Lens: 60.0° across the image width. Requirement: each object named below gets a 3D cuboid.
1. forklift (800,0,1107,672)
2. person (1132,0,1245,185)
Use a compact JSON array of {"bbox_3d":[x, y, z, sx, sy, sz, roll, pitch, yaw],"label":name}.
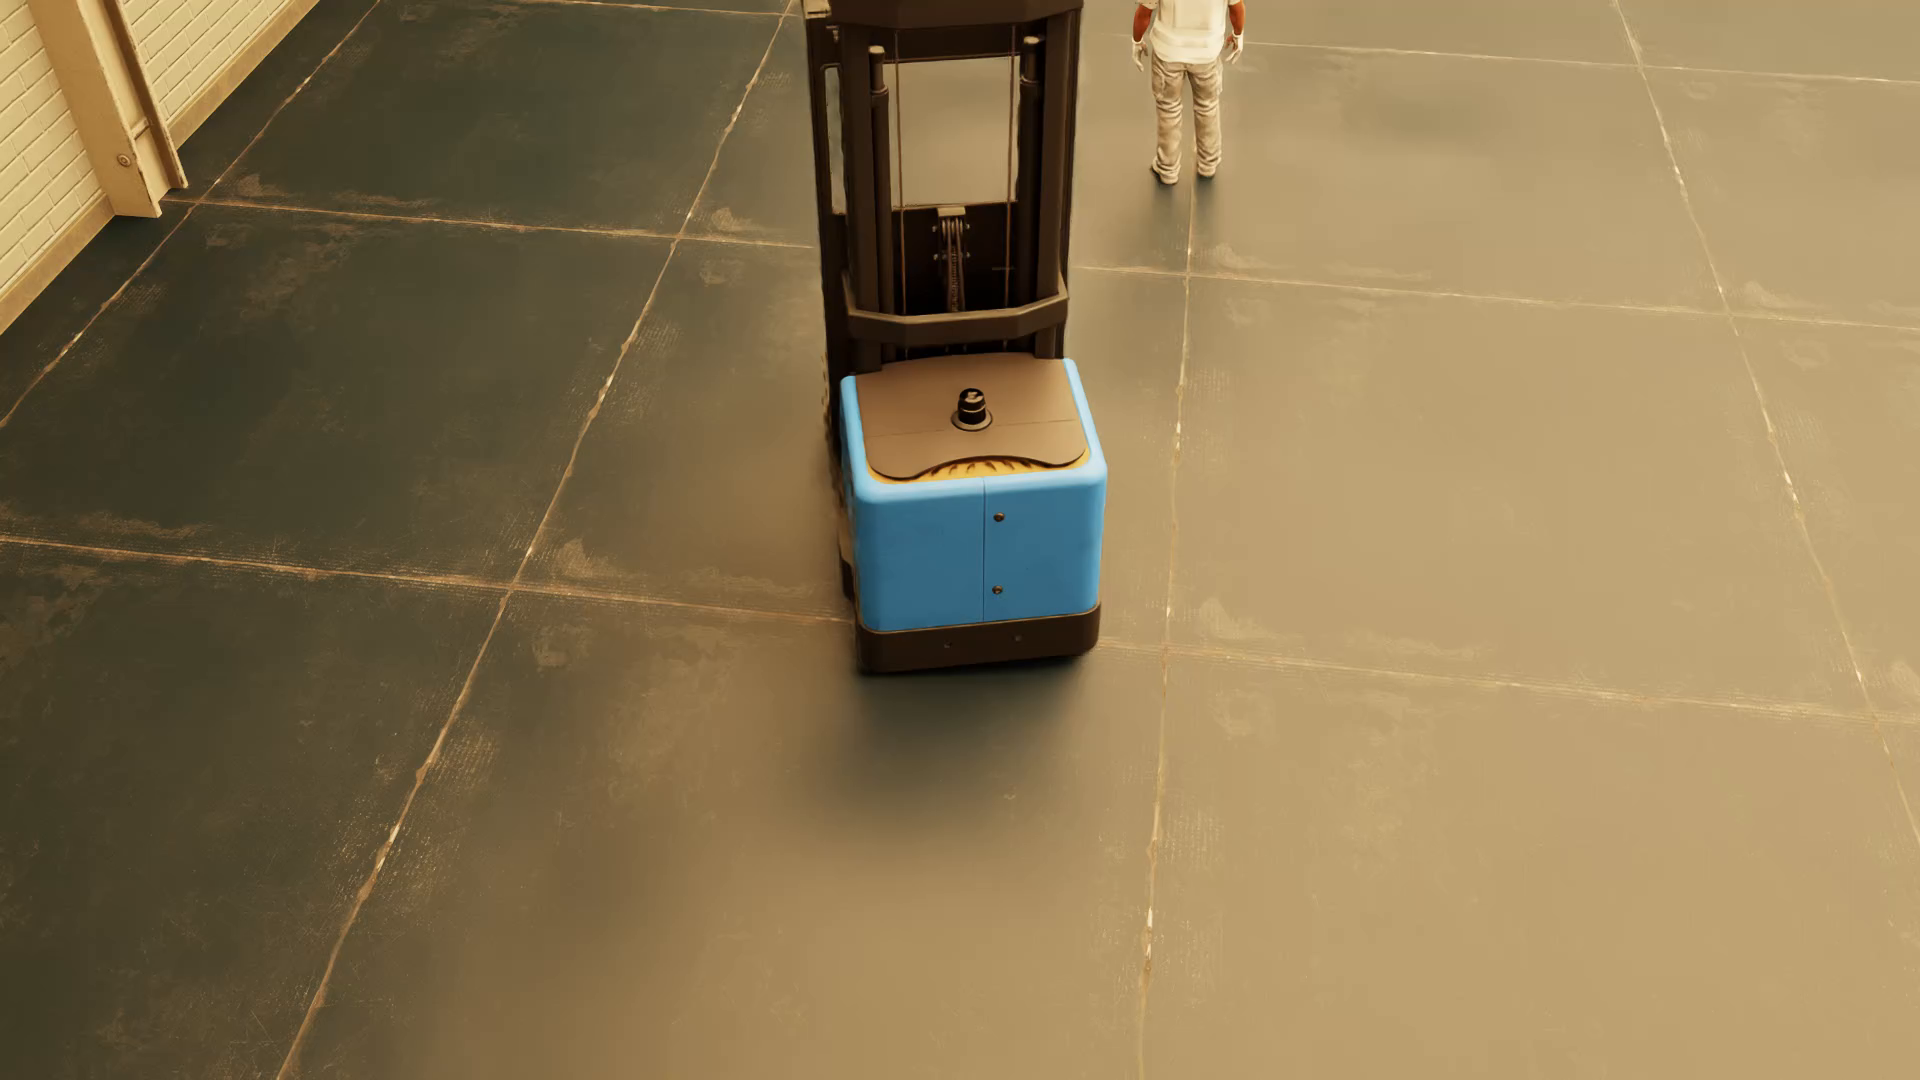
[{"bbox_3d":[-0.101,-1.509,7.367,1.130,2.935,3.031,-5,43,-6],"label":"forklift"},{"bbox_3d":[1.328,-2.928,9.752,0.654,1.785,0.562,1,43,1],"label":"person"}]
